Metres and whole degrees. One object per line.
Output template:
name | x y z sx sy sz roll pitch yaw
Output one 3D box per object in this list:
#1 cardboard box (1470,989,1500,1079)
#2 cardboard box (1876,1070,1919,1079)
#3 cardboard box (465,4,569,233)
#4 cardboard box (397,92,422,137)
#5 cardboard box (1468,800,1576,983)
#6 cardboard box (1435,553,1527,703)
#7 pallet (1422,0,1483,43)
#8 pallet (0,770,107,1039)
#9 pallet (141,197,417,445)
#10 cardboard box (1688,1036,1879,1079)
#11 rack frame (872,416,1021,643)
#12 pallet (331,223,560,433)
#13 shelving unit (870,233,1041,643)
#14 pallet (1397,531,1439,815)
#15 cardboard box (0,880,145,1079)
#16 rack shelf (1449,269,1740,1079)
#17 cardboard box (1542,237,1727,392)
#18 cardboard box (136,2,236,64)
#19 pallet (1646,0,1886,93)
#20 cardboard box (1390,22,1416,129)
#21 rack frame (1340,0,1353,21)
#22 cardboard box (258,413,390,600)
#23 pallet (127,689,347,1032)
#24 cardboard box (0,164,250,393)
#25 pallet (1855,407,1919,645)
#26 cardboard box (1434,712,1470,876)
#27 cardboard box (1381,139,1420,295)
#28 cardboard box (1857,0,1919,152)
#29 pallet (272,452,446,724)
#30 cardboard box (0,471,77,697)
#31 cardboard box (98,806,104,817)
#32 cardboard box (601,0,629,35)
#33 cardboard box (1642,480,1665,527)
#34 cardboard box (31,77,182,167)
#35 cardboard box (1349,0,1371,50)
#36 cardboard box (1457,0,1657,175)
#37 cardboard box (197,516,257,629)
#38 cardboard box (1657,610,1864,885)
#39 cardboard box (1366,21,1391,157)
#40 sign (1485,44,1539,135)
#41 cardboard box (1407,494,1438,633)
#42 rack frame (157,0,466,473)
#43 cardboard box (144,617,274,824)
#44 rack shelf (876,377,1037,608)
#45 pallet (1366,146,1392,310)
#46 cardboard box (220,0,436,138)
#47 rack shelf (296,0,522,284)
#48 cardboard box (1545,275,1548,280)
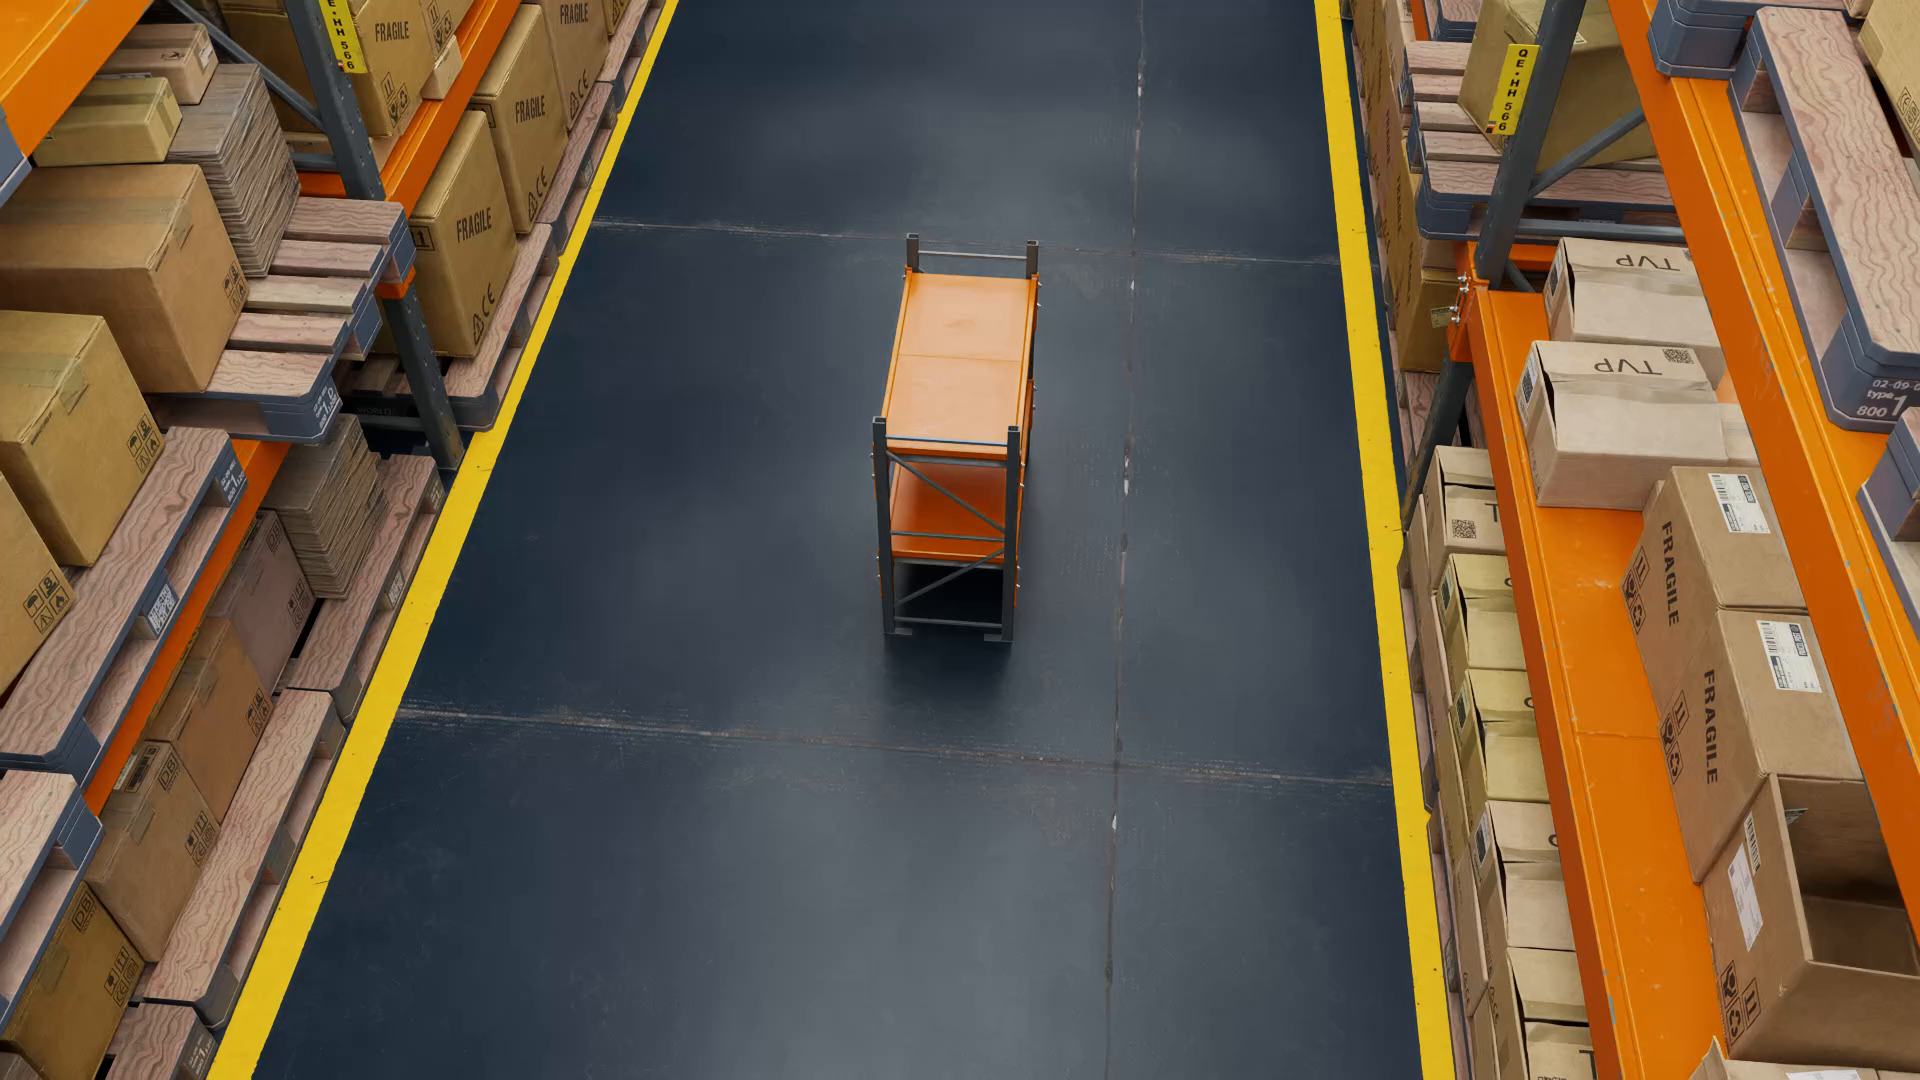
cardboard box | 1.792 1.607 4.852 0.500 0.250 0.500 5 48 4
cardboard box | 2.233 1.340 3.688 0.380 0.149 0.250 4 48 4
cardboard box | -2.337 -1.969 7.716 0.750 0.750 0.750 4 48 3
cardboard box | -2.328 -1.710 6.464 0.380 0.149 0.250 4 48 4
cardboard box | 1.838 1.054 4.978 0.500 0.311 0.500 3 48 3
cardboard box | 1.933 0.302 5.666 0.500 0.311 0.500 3 48 3
pallet | 2.486 -2.412 7.079 1.003 0.211 1.213 4 48 4
pallet | -2.770 1.075 3.890 1.003 0.211 1.213 4 48 4
pallet | -2.579 -0.782 5.588 1.213 0.211 1.003 4 48 4
cardboard box | 1.846 1.279 3.664 0.396 0.266 0.258 3 48 3
rack frame | -0.046 -0.011 6.024 0.500 1.125 0.032 4 48 4
pallet | -2.474 -1.011 7.557 1.003 0.211 1.213 4 48 4
shelving unit | 0.001 -0.385 6.365 0.538 1.125 1.048 4 48 4
pallet | 2.199 0.496 6.179 1.003 0.211 1.213 4 48 4
cardboard box | -2.937 1.332 4.921 0.700 0.500 0.500 3 48 3
rack shelf | 2.131 0.665 4.622 1.077 0.370 4.000 4 48 4
cardboard box | 2.236 -0.753 5.492 0.500 0.311 0.500 7 48 6
cardboard box | -2.840 -1.883 6.183 0.500 0.500 0.500 4 48 4
pallet | 2.340 -1.491 4.202 1.213 0.211 1.003 6 48 5
cardboard box | 2.254 -2.102 7.553 0.500 0.250 0.500 3 48 3
rack frame | 2.678 -3.986 8.389 1.000 3.000 0.127 4 48 4
cardboard box | -2.634 -0.150 6.276 0.700 0.500 0.500 4 48 4
pallet | -2.807 1.032 5.689 1.003 0.211 1.213 4 48 4
cardboard box | -2.677 -0.801 5.110 0.700 0.500 0.500 0 48 0
pallet | 2.016 0.295 2.570 0.805 0.209 1.217 2 48 2
cardboard box | 1.886 0.856 5.539 0.500 0.250 0.500 3 48 2
cardboard box | 2.212 -1.435 7.452 0.500 0.500 0.500 2 48 2
cardboard box | 2.234 -1.007 3.449 0.500 0.250 0.500 3 48 3
pallet | -2.693 0.138 6.507 1.003 0.211 1.213 4 48 4
cardboard box | -2.818 0.112 4.275 0.700 0.500 0.500 10 48 9
cardboard box | -2.854 0.756 4.940 0.500 0.250 0.500 3 48 2
cardboard box | -2.186 -3.247 8.885 0.750 0.750 0.750 4 48 4
cardboard box | 2.253 -0.021 4.933 0.380 0.149 0.250 7 48 6
cardboard box | -2.637 -1.286 5.114 0.380 0.149 0.250 -3 48 -3
cardboard box | 2.391 -2.952 8.839 0.500 0.500 0.500 2 48 2
cardboard box | 2.258 -1.693 5.939 0.700 0.500 0.500 -11 48 -10
cardboard box | -2.748 0.012 5.620 0.500 0.250 0.500 5 48 4
cardboard box | 2.128 0.540 4.181 0.500 0.500 0.500 4 48 4
cardboard box | 2.300 -2.193 8.145 0.500 0.500 0.500 4 48 4
sign | 1.772 -1.441 5.330 0.100 0.325 0.005 4 48 4
cardboard box | 1.973 0.104 6.227 0.500 0.250 0.500 4 48 3
rack frame | -2.620 -1.377 6.003 1.000 3.000 0.127 4 48 4
cardboard box | -2.814 0.588 5.601 0.700 0.500 0.500 4 48 3
rack shelf | 0.001 -0.220 6.546 0.538 0.278 1.000 4 48 4
pallet | 2.532 -1.546 8.047 1.003 0.211 1.213 4 48 4
cardboard box | -2.321 -1.858 6.160 0.500 0.500 0.500 5 48 5
rack shelf | -2.438 -2.604 7.613 1.077 0.370 4.000 4 48 4
cardboard box | 2.681 -1.052 7.101 0.500 0.500 0.500 2 48 2
